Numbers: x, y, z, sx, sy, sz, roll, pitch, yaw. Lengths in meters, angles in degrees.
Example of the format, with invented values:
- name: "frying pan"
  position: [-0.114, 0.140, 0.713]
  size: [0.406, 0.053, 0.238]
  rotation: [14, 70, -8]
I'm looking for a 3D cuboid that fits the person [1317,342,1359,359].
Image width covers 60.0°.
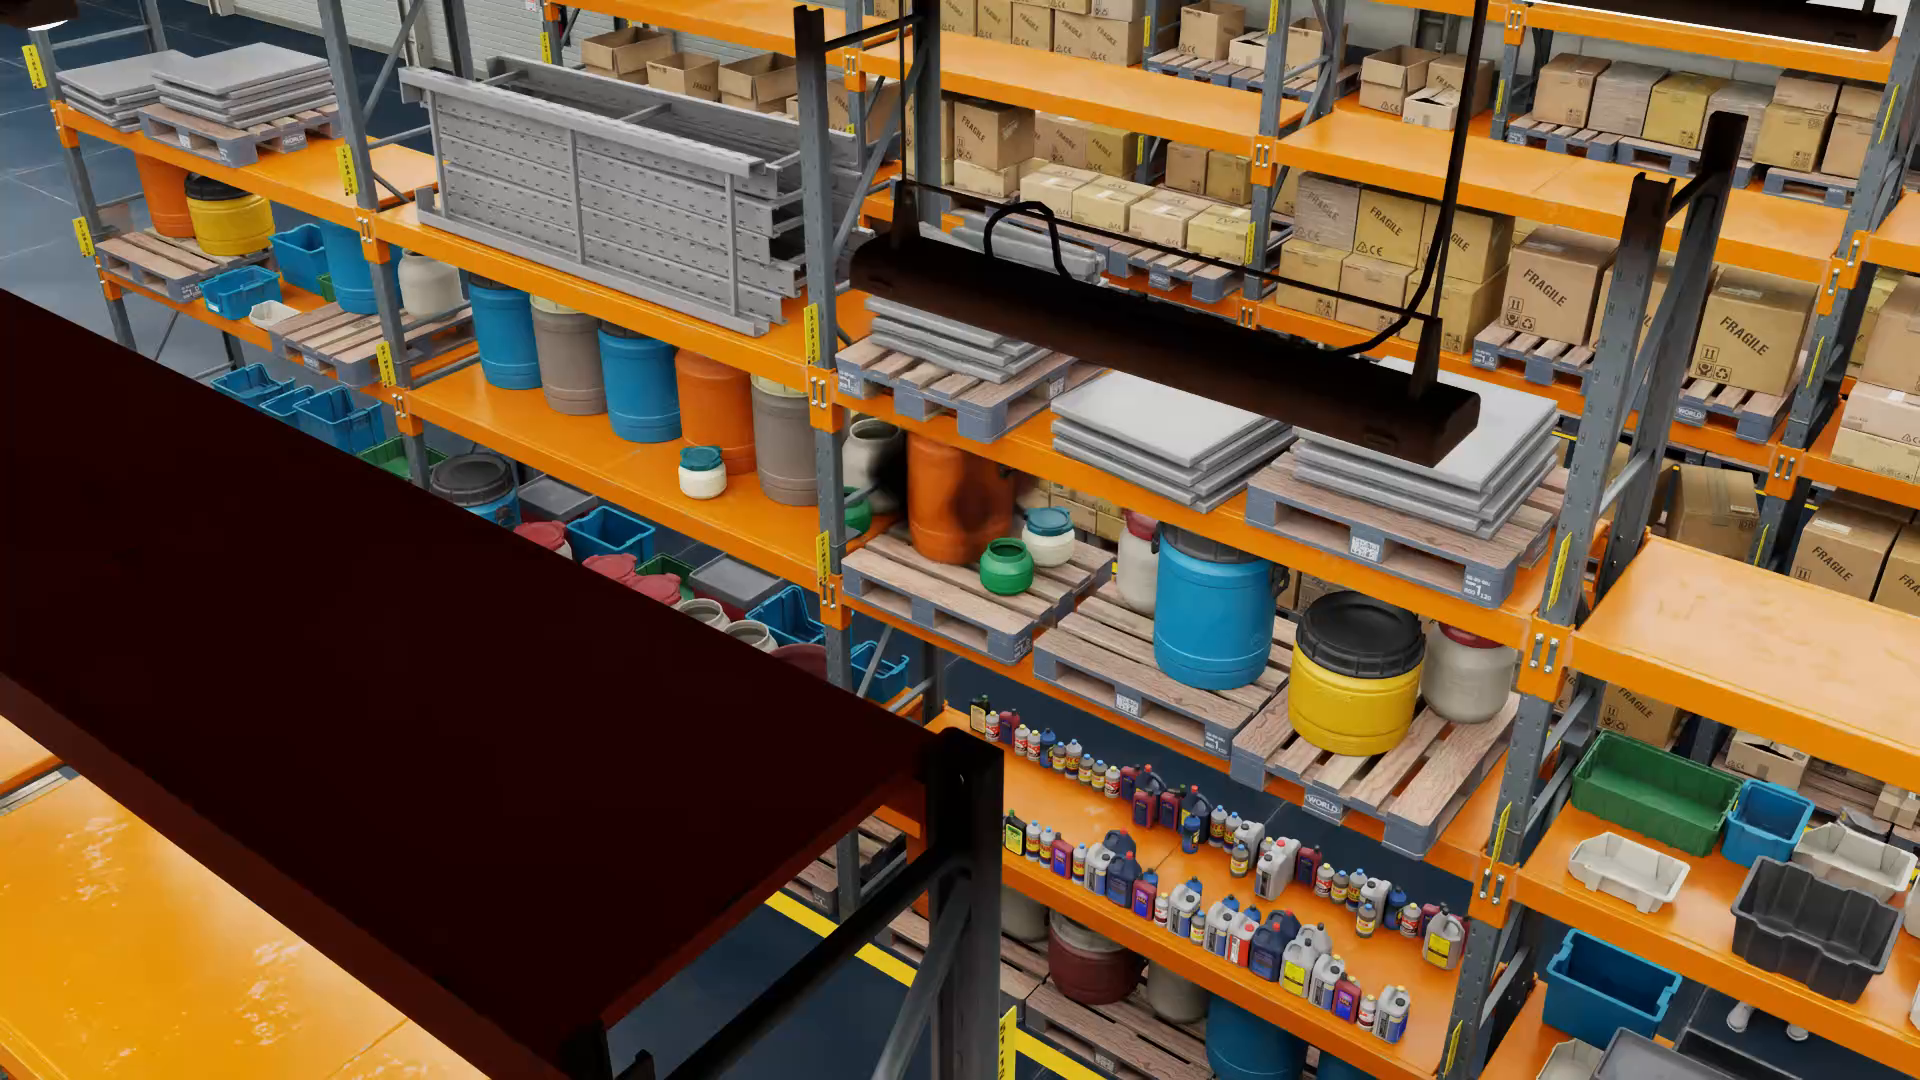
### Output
- name: "person"
  position: [3.682, -1.598, 16.367]
  size: [0.454, 1.572, 0.420]
  rotation: [-8, 32, -13]

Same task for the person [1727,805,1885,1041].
- name: "person"
  position: [5.078, 2.315, 9.887]
  size: [0.484, 1.714, 0.518]
  rotation: [-20, 37, -29]
